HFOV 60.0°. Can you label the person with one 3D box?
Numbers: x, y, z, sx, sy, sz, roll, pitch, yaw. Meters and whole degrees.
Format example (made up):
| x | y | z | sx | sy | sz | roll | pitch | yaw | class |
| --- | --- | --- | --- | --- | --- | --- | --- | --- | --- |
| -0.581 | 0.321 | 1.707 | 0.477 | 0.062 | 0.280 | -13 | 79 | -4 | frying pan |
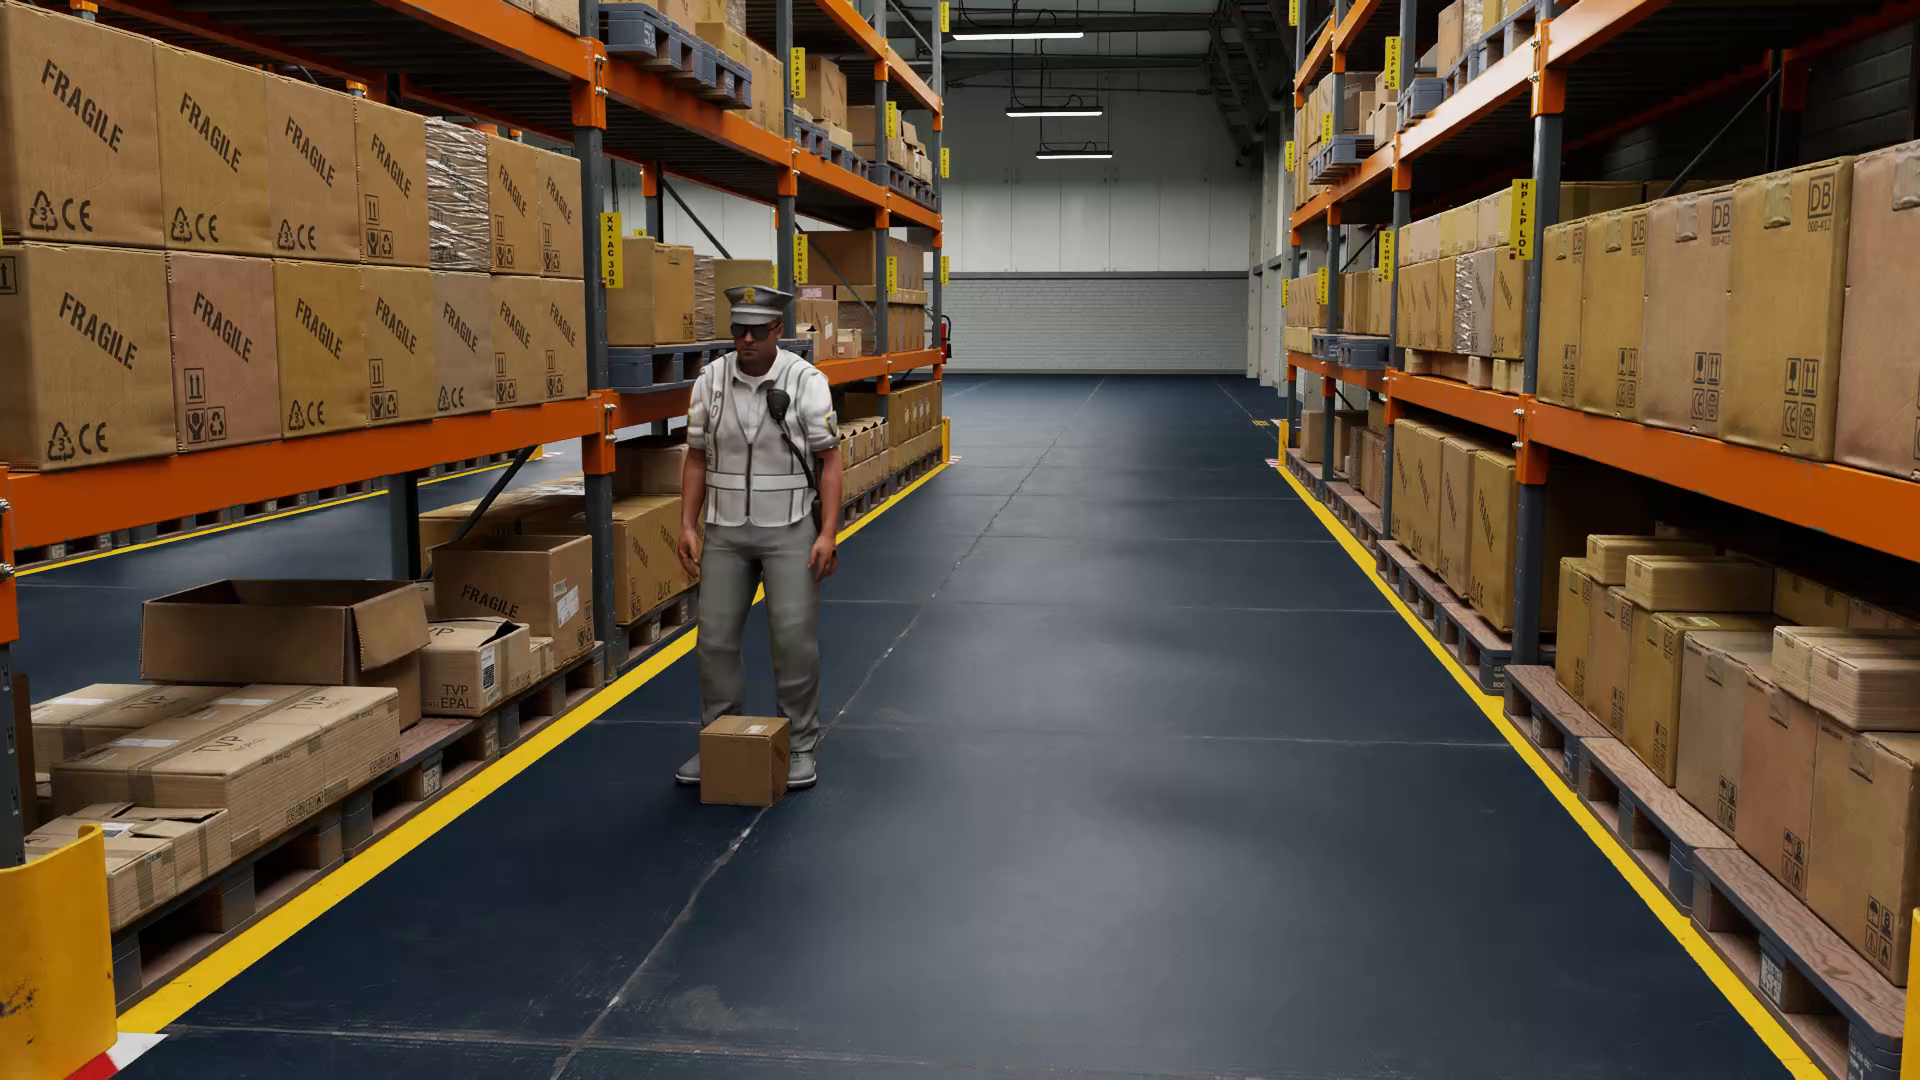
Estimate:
| x | y | z | sx | sy | sz | roll | pitch | yaw | class |
| --- | --- | --- | --- | --- | --- | --- | --- | --- | --- |
| -0.705 | -0.019 | 5.905 | 0.587 | 1.748 | 0.436 | 1 | 8 | 10 | person |
